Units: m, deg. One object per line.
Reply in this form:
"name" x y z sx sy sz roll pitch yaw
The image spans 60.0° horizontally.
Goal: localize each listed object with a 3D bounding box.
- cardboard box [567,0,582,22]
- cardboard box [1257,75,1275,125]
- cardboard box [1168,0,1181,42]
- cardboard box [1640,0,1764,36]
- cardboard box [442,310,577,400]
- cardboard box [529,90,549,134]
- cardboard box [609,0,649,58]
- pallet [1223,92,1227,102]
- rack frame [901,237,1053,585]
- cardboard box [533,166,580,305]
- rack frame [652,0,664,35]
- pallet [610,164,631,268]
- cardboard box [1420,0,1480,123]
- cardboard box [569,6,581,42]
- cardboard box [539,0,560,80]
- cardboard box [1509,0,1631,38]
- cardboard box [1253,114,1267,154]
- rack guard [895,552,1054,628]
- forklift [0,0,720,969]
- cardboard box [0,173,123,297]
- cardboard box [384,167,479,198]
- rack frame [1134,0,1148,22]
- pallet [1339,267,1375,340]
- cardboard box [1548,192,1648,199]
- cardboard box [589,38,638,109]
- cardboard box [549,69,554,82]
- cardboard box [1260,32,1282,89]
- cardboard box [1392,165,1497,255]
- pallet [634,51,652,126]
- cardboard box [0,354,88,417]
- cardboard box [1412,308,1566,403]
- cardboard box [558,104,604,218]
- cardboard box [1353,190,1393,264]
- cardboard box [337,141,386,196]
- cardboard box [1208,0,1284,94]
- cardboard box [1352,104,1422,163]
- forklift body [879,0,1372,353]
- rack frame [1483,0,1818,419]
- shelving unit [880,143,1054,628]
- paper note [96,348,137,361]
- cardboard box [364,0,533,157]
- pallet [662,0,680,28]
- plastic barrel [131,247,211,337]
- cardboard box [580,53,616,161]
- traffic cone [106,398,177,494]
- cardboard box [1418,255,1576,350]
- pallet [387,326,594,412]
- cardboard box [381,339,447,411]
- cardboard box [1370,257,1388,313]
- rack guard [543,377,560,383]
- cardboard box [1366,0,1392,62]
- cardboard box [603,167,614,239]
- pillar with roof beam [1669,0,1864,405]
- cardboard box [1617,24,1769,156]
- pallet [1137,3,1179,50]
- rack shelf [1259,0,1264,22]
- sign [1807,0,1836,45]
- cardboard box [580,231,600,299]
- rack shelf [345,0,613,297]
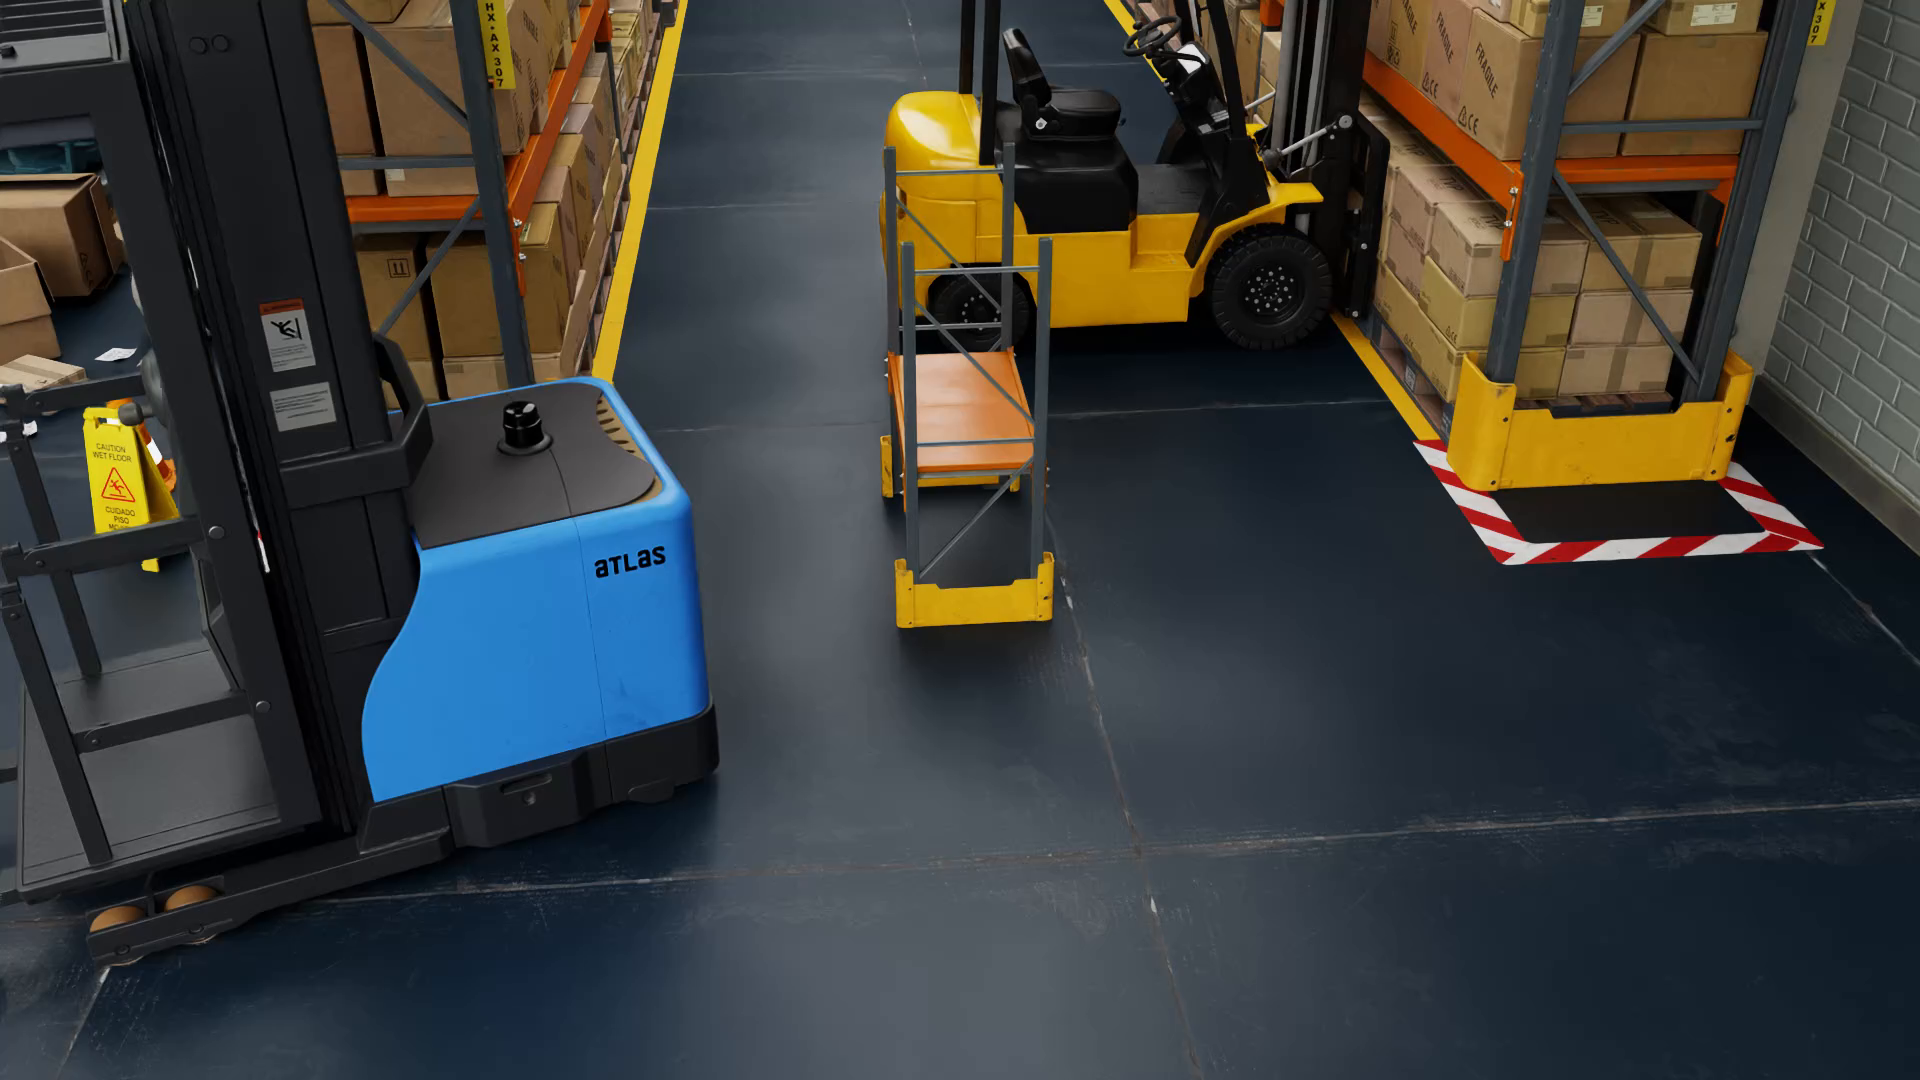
"cardboard box" -2.181 -2.853 8.213 0.500 0.500 0.500 -2 31 -3
"cardboard box" 2.101 -2.617 9.990 0.500 0.250 0.500 -3 31 -5
"cardboard box" 2.103 -4.214 12.787 0.875 0.625 0.625 -2 31 -3
"cardboard box" 2.963 -2.129 6.658 0.380 0.149 0.250 -4 31 -6
"cardboard box" -2.005 -0.807 7.447 0.500 0.250 0.500 -3 31 -5
"cardboard box" -1.990 -1.857 7.178 0.380 0.149 0.250 -2 31 -4
"cardboard box" -2.832 -3.853 12.429 0.950 0.372 0.625 -3 31 -6
"pallet" 2.255 -2.841 11.300 1.003 0.211 1.213 -3 31 -5
"rack frame" 0.055 -0.341 5.858 0.500 1.500 0.032 -3 31 -5
"cardboard box" -2.061 -1.408 7.722 0.500 0.500 0.500 -4 31 -6
"rack frame" -2.952 -5.466 12.976 1.000 3.000 0.127 -3 31 -5
"pallet" -2.481 -1.886 9.701 1.003 0.211 1.213 -3 31 -5
"cardboard box" 2.390 -2.169 7.358 0.500 0.500 0.500 -2 31 -3
"cardboard box" -2.147 -2.648 8.503 0.380 0.149 0.250 -3 31 -5
"cardboard box" -2.073 -2.332 7.341 0.500 0.500 0.500 -3 31 -6
"cardboard box" 2.426 -2.107 6.622 0.380 0.149 0.250 -2 31 -4
"cardboard box" 2.079 -2.401 10.116 0.500 0.250 0.500 -2 31 -4
"rack guard" 0.054 0.186 6.195 0.587 0.250 0.087 -3 31 -5
"forklift" -2.339 -0.359 4.493 3.031 2.935 1.130 -14 33 -22
"cardboard box" -4.985 -1.621 8.841 0.797 0.637 0.503 -3 31 -5
"cardboard box" -2.030 -1.457 6.510 0.380 0.149 0.250 -3 31 -4
"rack frame" 1.989 -5.706 13.378 1.000 3.000 0.127 -3 31 -5
"pallet" 2.513 -1.434 8.945 1.003 0.211 1.213 -3 31 -5
"cardboard box" 2.830 -1.560 7.734 0.500 0.250 0.500 -3 31 -5
"cardboard box" -2.701 -3.111 11.186 0.950 0.372 0.625 -1 31 -1
"cardboard box" -2.127 -2.255 7.846 0.380 0.149 0.250 -4 31 -6
"cardboard box" 2.096 -2.831 9.861 0.500 0.250 0.500 -3 31 -5
"cardboard box" 2.330 -1.531 7.685 0.500 0.250 0.500 -2 31 -4
"pallet" -2.770 -3.249 11.983 1.003 0.211 1.213 -3 31 -5
"cardboard box" -4.338 -0.730 7.827 0.380 0.149 0.250 13 33 21
"cardboard box" 2.378 -0.846 7.513 0.500 0.250 0.500 -3 31 -4
"cardboard box" -2.158 -1.937 8.608 0.500 0.500 0.500 -1 31 -2
"cardboard box" 2.275 -1.589 8.269 0.500 0.250 0.500 -3 31 -6
"cardboard box" -2.453 -1.455 6.505 0.380 0.149 0.250 -2 31 -3
"cardboard box" 2.238 -3.487 11.569 0.875 0.625 0.625 -3 31 -5
"cardboard box" 2.233 -2.047 8.550 0.500 0.250 0.500 -3 31 -6
"forklift body" 0.743 -2.138 8.232 2.313 2.155 1.214 -3 31 -5
"rack frame" 2.737 -1.622 6.540 1.000 3.000 0.127 -3 31 -5
"shelving unit" 0.007 -0.605 6.300 0.587 1.500 1.083 -3 31 -5
"paper note" -4.205 -0.930 8.289 0.148 0.019 0.142 8 32 13
"cardboard box" -1.973 -1.808 6.464 0.500 0.500 0.500 -3 31 -5
"pallet" -2.951 -4.675 14.371 1.003 0.211 1.213 -3 31 -5
"plastic barrel" -3.905 -1.258 8.443 0.512 0.421 0.421 20 36 29
"cardboard box" -2.256 -2.457 9.478 0.500 0.500 0.500 -3 31 -5
"traffic cone" -3.529 -0.451 7.053 0.336 0.463 0.334 -3 31 -5
"cardboard box" 2.380 -1.070 7.400 0.500 0.250 0.500 -3 31 -5
"pallet" -2.253 -0.640 7.616 1.003 0.211 1.213 -3 31 -5
"cardboard box" -2.550 -0.794 7.426 0.500 0.250 0.500 -3 31 -5
"cardboard box" 2.304 -1.356 8.368 0.500 0.250 0.500 -2 31 -4
"rack guard" -2.212 -0.348 6.844 1.175 0.500 0.348 -3 31 -5
"cardboard box" 2.284 -2.686 8.225 0.500 0.500 0.500 -3 31 -4
"cardboard box" -2.196 -1.864 9.217 0.500 0.250 0.500 -4 31 -6
"pillar with roof beam" -0.717 -4.390 5.323 9.100 9.000 0.400 -3 31 -5
"cardboard box" 2.967 -1.931 6.960 0.500 0.500 0.500 -2 31 -3
"pallet" 2.027 -4.087 13.386 1.003 0.211 1.213 -3 31 -5
"rack shelf" 2.176 -4.376 11.853 1.077 0.370 4.000 -3 31 -5
"sign" 3.290 -2.051 6.337 0.100 0.325 0.005 -3 31 -5
"cardboard box" -2.109 -1.346 8.350 0.500 0.250 0.500 -1 31 -1
"rack shelf" -2.392 -2.094 8.032 1.077 0.370 4.000 -3 31 -5
